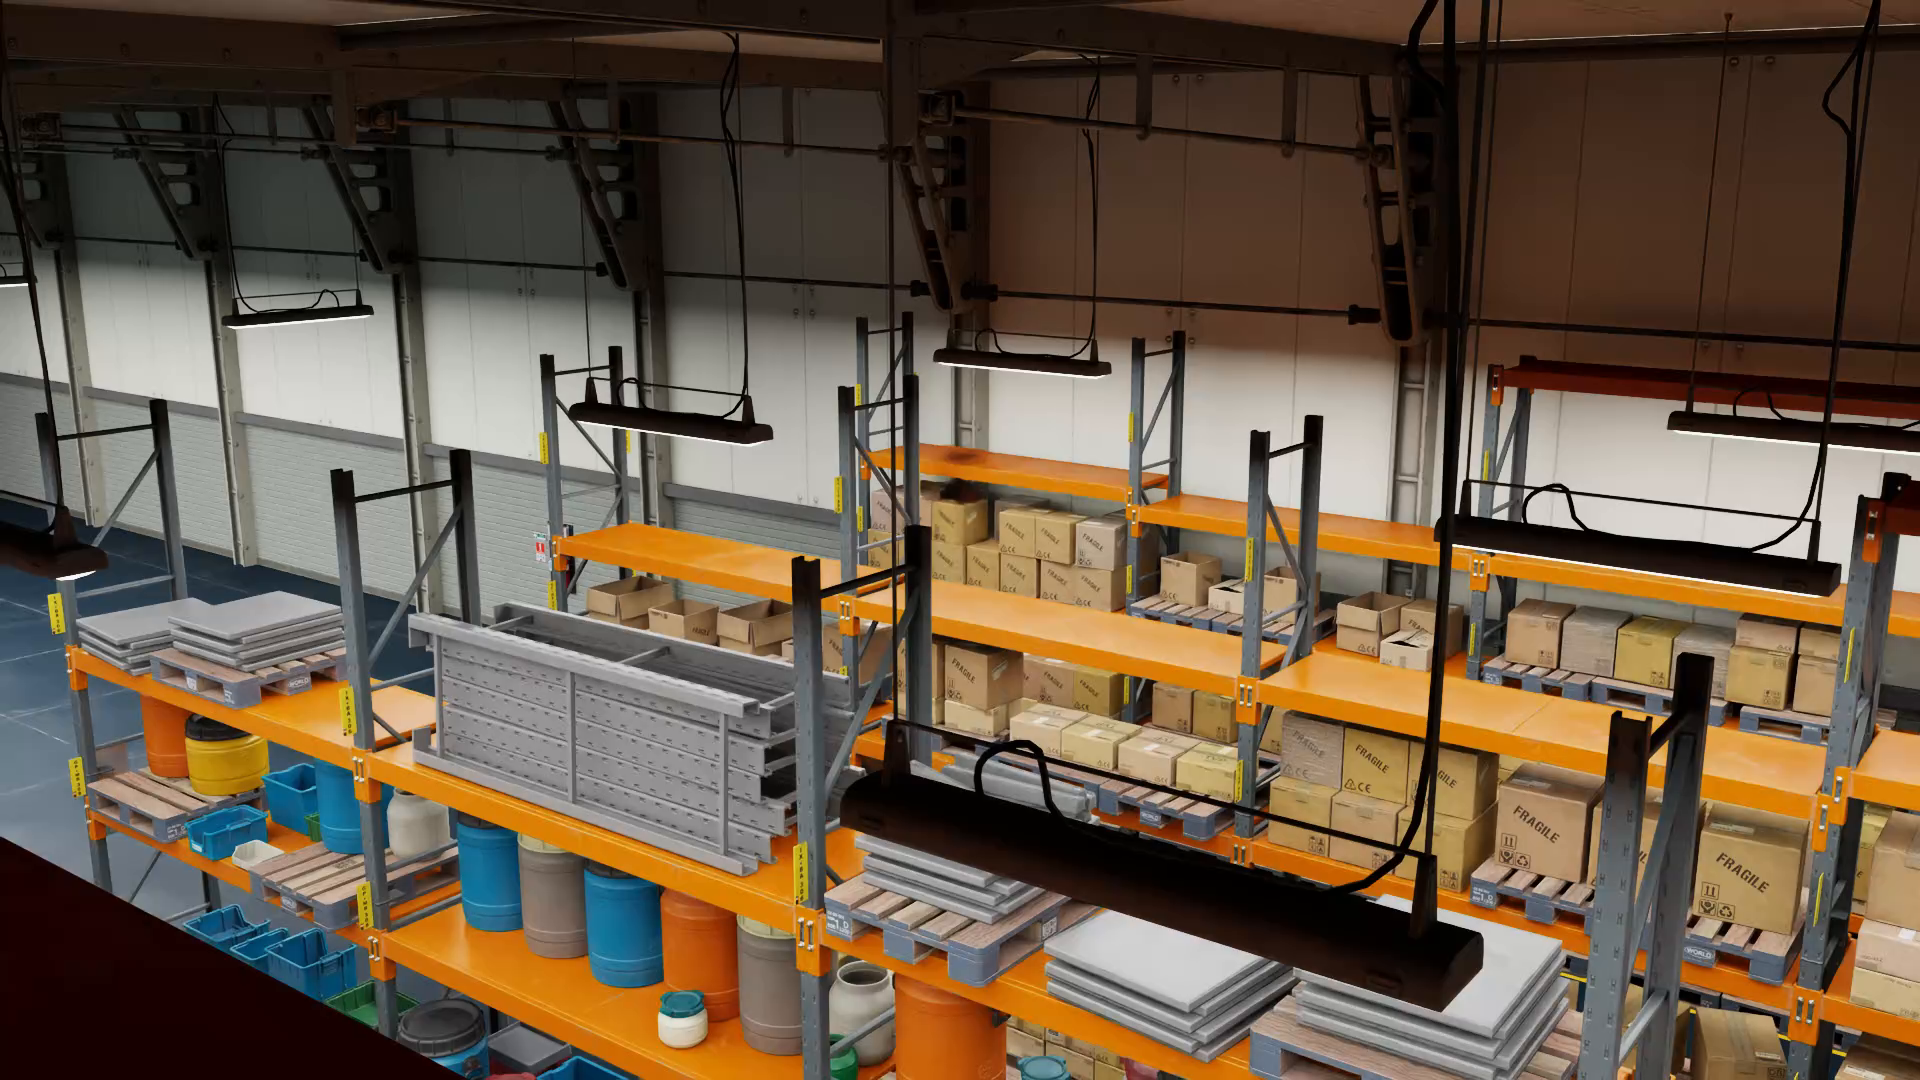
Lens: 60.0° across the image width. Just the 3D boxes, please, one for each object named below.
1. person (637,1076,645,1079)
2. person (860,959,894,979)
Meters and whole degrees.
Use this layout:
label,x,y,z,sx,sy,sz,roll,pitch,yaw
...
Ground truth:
label,x,y,z,sx,sy,sz,roll,pitch,yaw
person,-2.283,4.265,13.081,0.658,1.716,0.823,4,14,15
person,-0.652,4.066,14.038,0.498,1.675,0.405,12,18,42
